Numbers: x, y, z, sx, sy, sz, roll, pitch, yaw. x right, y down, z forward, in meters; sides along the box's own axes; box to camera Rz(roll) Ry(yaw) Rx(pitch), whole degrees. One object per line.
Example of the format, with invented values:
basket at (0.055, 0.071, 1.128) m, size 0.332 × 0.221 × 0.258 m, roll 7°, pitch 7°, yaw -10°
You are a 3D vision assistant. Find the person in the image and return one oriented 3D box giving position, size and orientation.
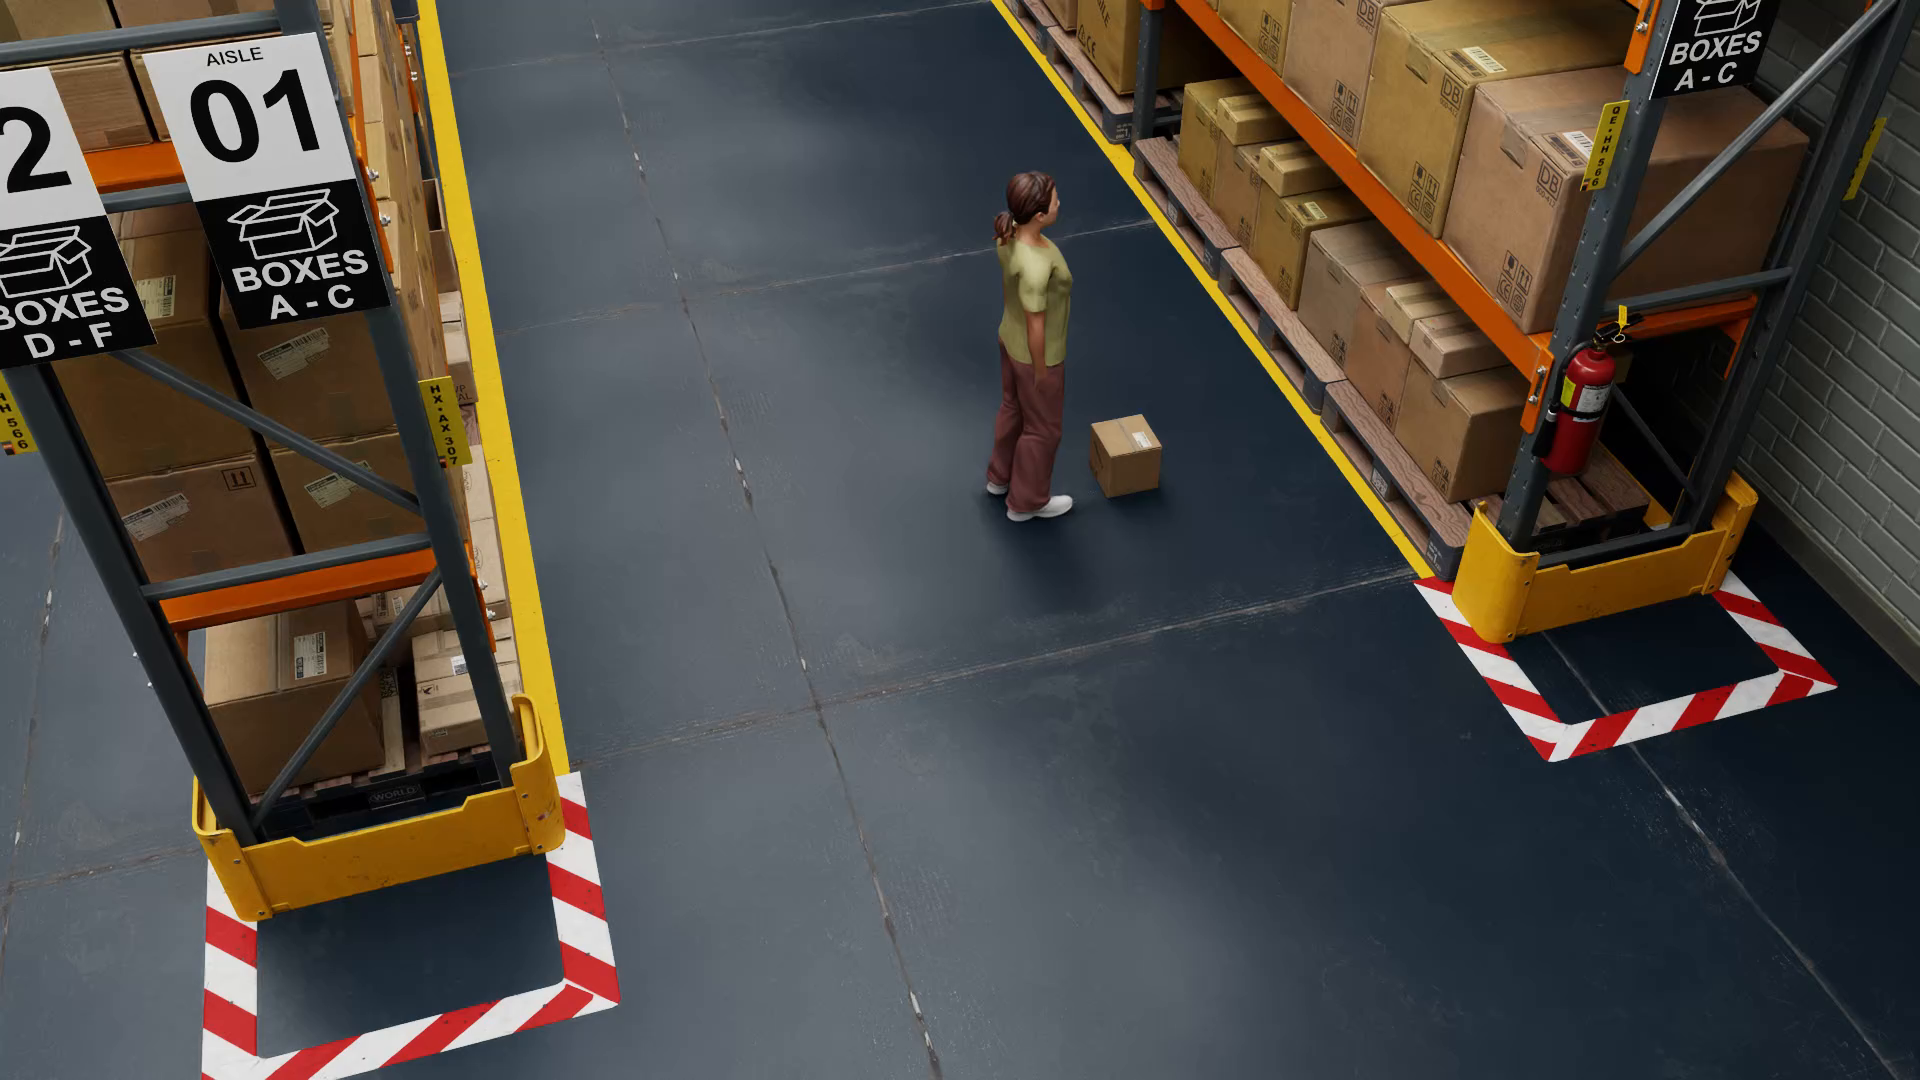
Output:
person at (0.299, -0.812, 7.061) m, size 0.369 × 1.674 × 0.440 m, roll -11°, pitch 44°, yaw -12°
